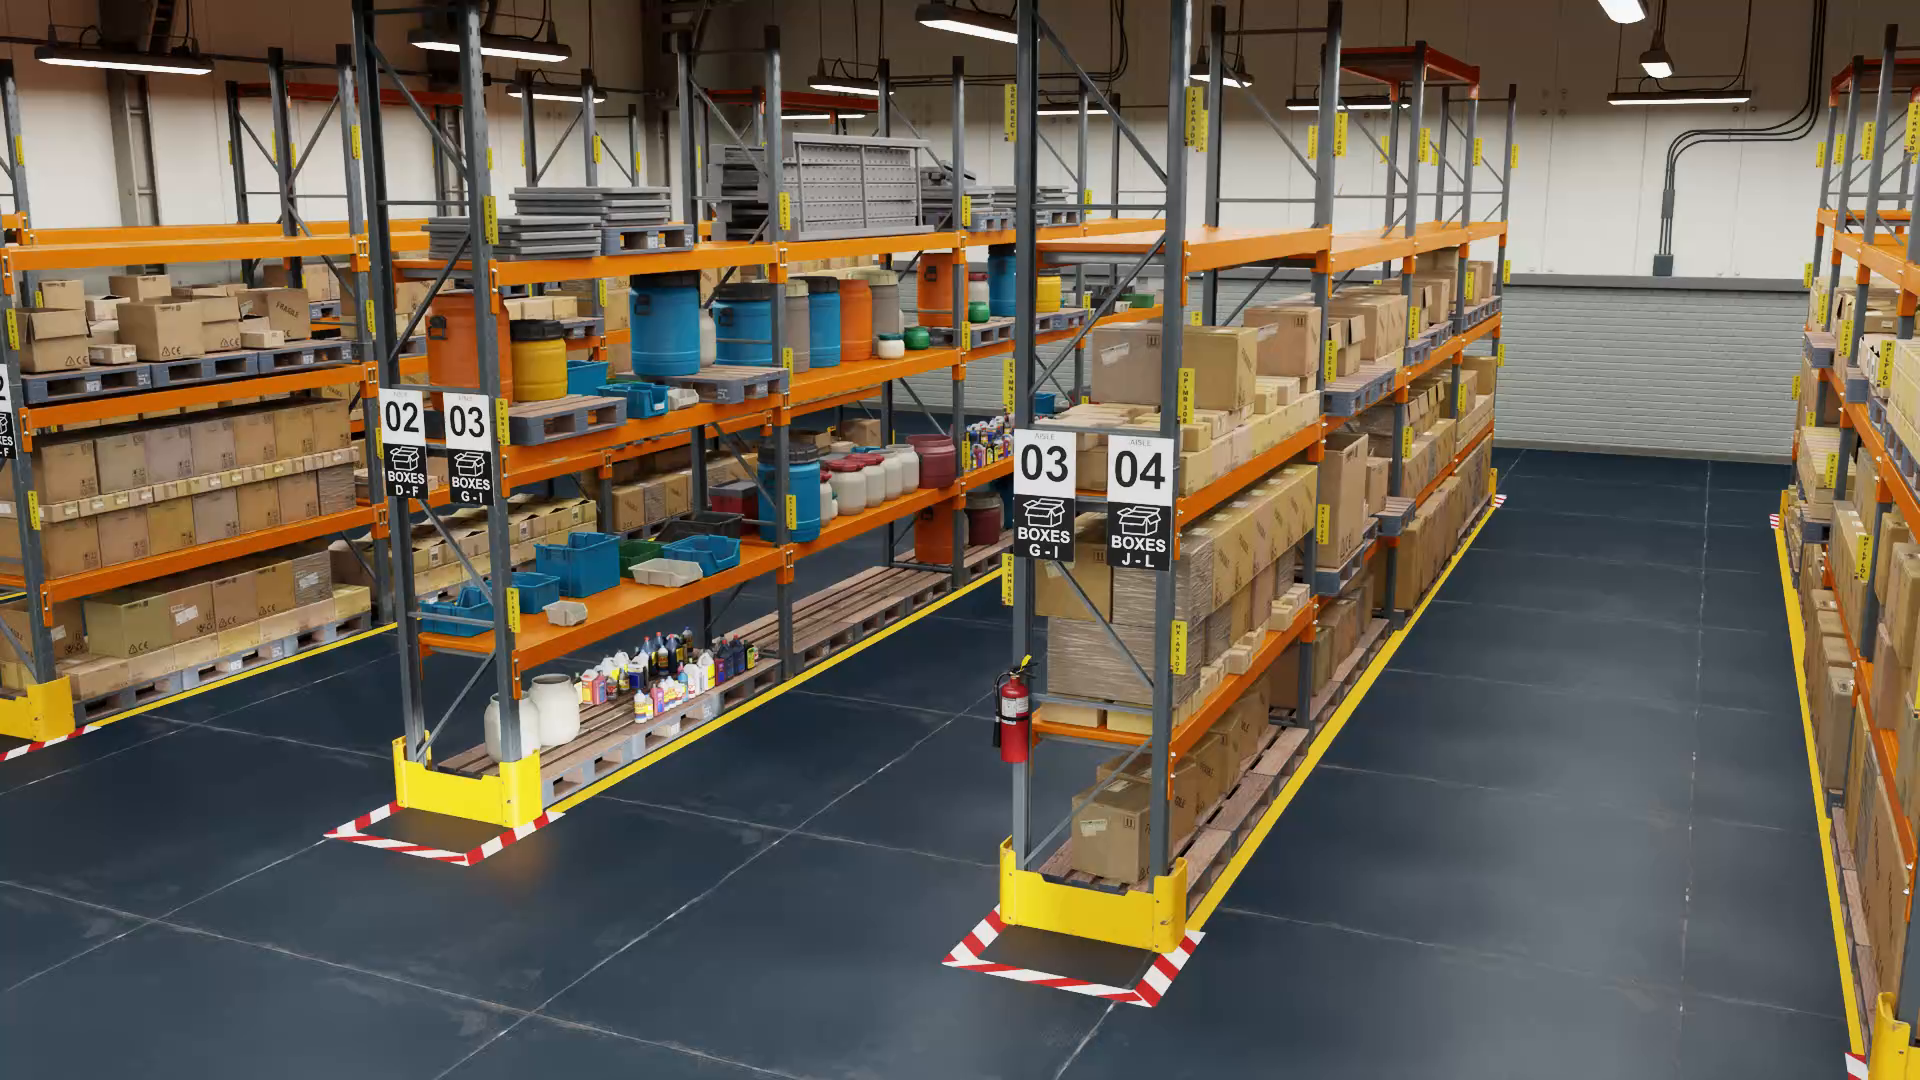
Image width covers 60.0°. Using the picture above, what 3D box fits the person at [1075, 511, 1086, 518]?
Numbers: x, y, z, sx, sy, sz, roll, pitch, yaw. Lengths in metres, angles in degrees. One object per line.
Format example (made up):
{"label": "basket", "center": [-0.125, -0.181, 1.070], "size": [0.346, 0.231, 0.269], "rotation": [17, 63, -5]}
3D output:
{"label": "person", "center": [1.182, -0.173, 18.847], "size": [0.533, 1.715, 0.360], "rotation": [6, 13, 25]}
